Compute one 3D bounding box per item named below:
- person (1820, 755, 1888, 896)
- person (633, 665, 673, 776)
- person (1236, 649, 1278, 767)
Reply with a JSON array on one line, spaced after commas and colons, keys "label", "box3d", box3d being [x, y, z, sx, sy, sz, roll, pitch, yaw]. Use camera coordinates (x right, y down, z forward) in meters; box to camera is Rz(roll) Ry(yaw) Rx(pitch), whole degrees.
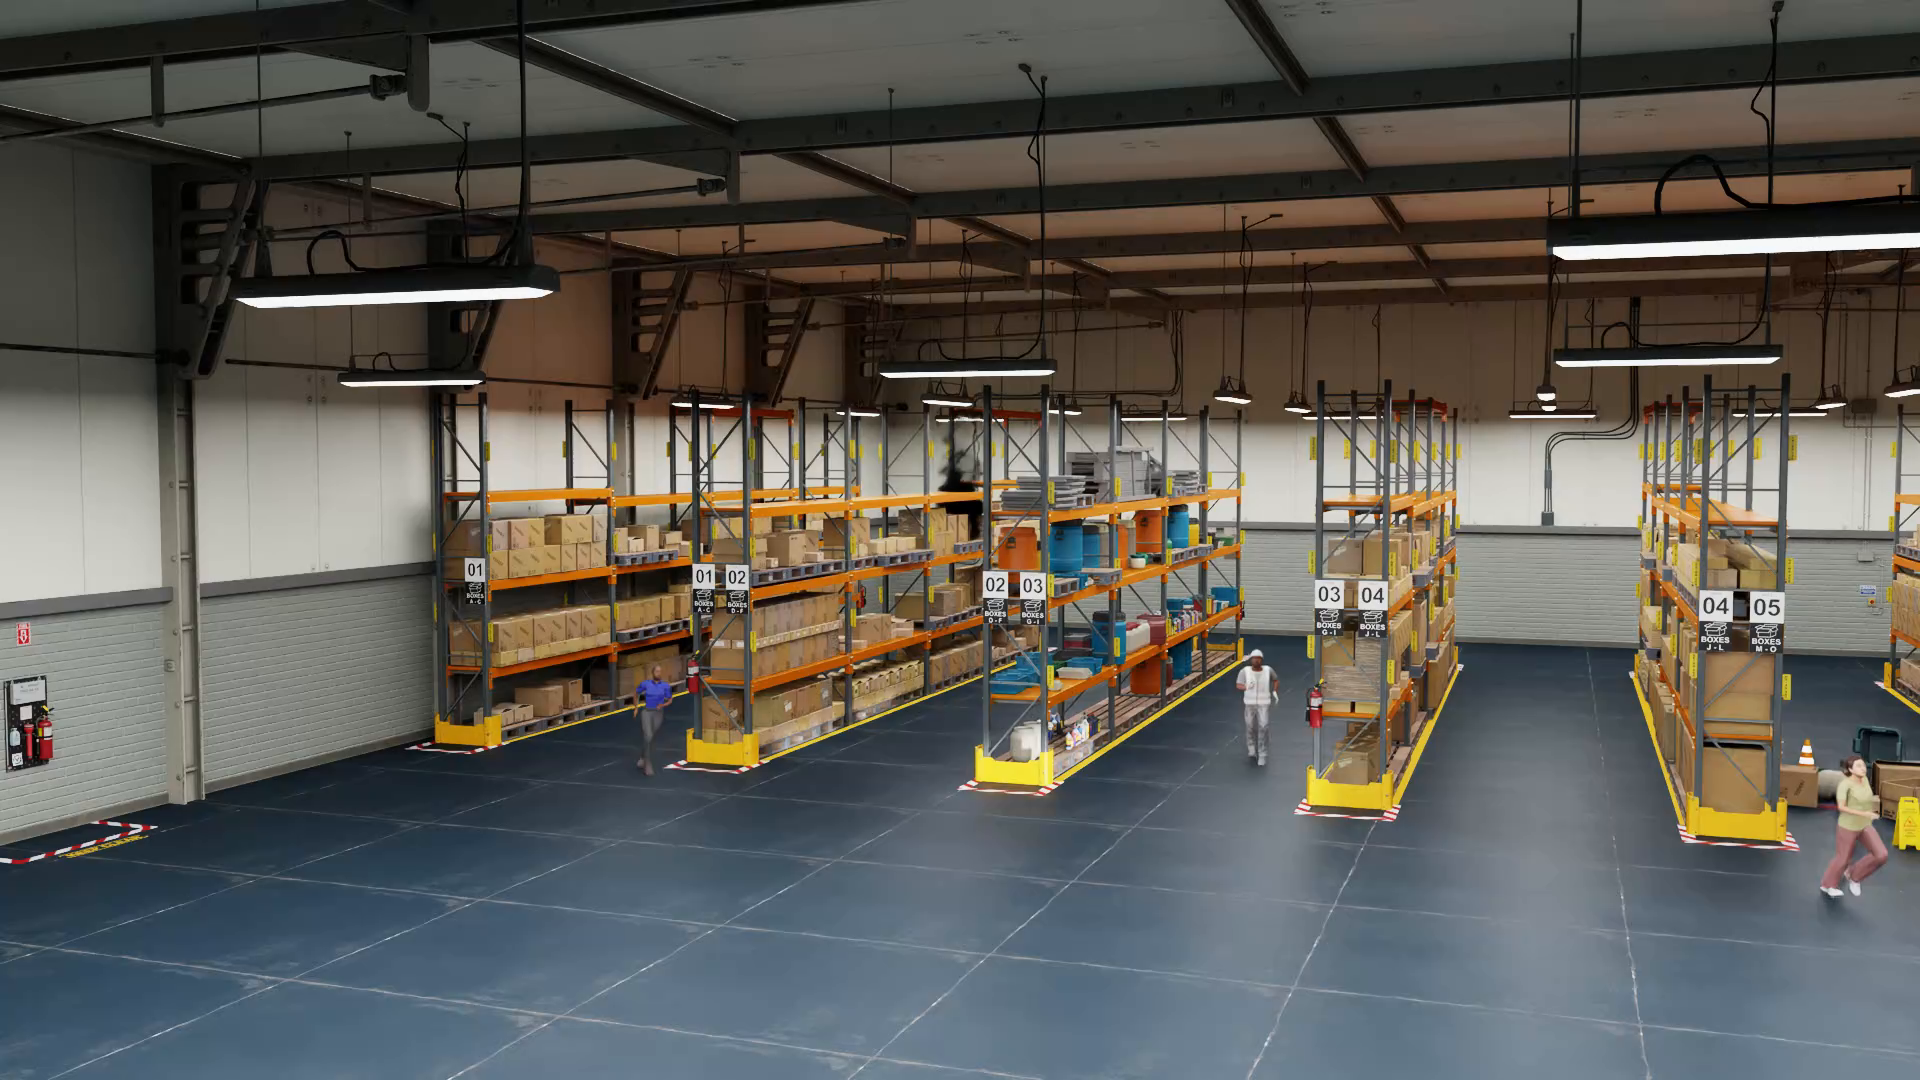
[{"label": "person", "box3d": [9.942, 3.186, 18.452, 0.594, 1.620, 0.769, -1, 3, -15]}, {"label": "person", "box3d": [-4.786, 2.796, 26.016, 0.588, 1.641, 0.842, -1, 3, -24]}, {"label": "person", "box3d": [4.779, 2.674, 26.753, 0.667, 1.836, 0.828, 1, 3, 12]}]
